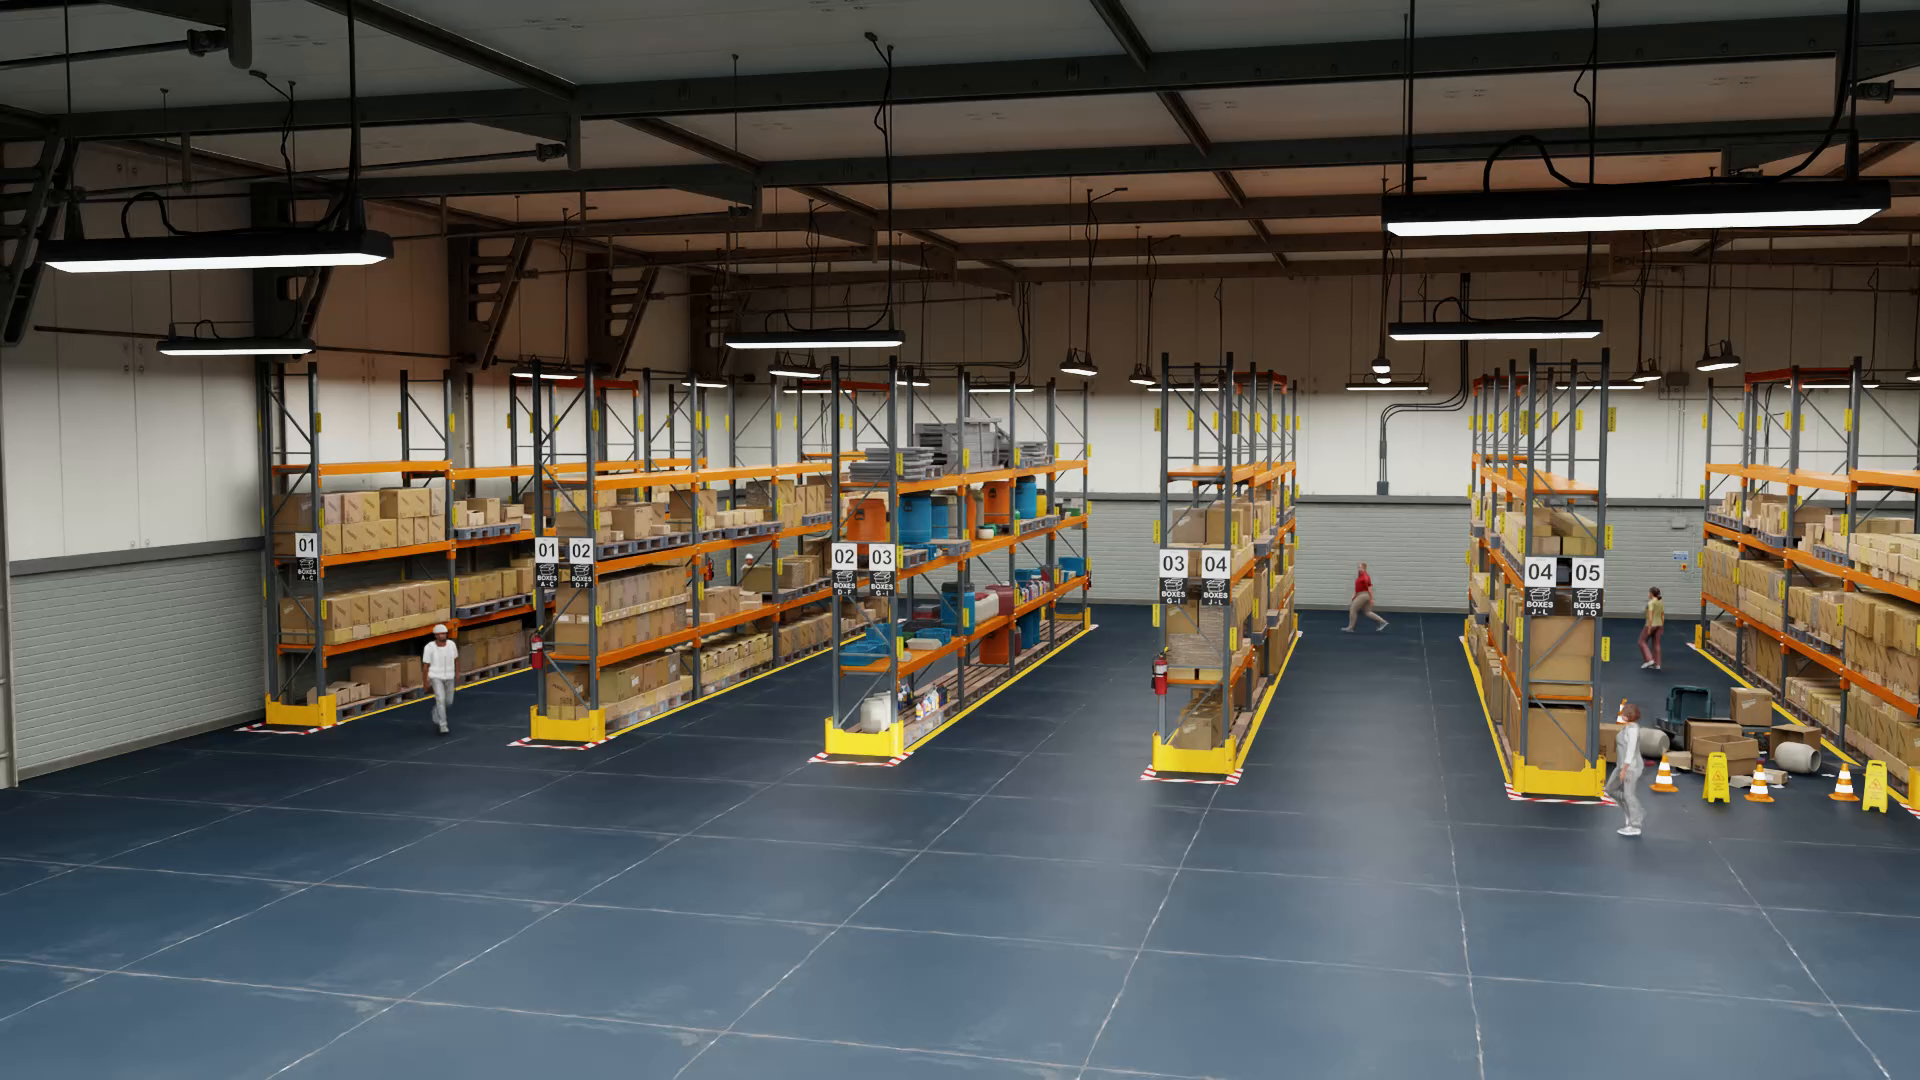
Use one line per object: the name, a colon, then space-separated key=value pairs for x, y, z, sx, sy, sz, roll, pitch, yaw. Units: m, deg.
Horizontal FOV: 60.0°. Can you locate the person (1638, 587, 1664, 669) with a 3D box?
person: x=14.125 y=1.787 z=33.857 sx=0.476 sy=1.671 sz=0.431 roll=-2 pitch=4 yaw=-21

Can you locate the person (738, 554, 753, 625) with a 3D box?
person: x=-5.244 y=1.215 z=41.079 sx=0.622 sy=1.721 sz=1.050 roll=1 pitch=4 yaw=9

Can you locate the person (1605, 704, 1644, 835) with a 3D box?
person: x=8.071 y=2.770 z=20.121 sx=0.405 sy=1.594 sz=0.417 roll=0 pitch=4 yaw=2

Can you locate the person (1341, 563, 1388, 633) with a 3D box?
person: x=9.654 y=1.376 z=39.628 sx=1.064 sy=1.665 sz=0.508 roll=1 pitch=4 yaw=20

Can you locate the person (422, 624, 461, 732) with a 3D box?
person: x=-8.422 y=2.222 z=27.013 sx=0.612 sy=1.731 sz=0.874 roll=-3 pitch=5 yaw=-39
